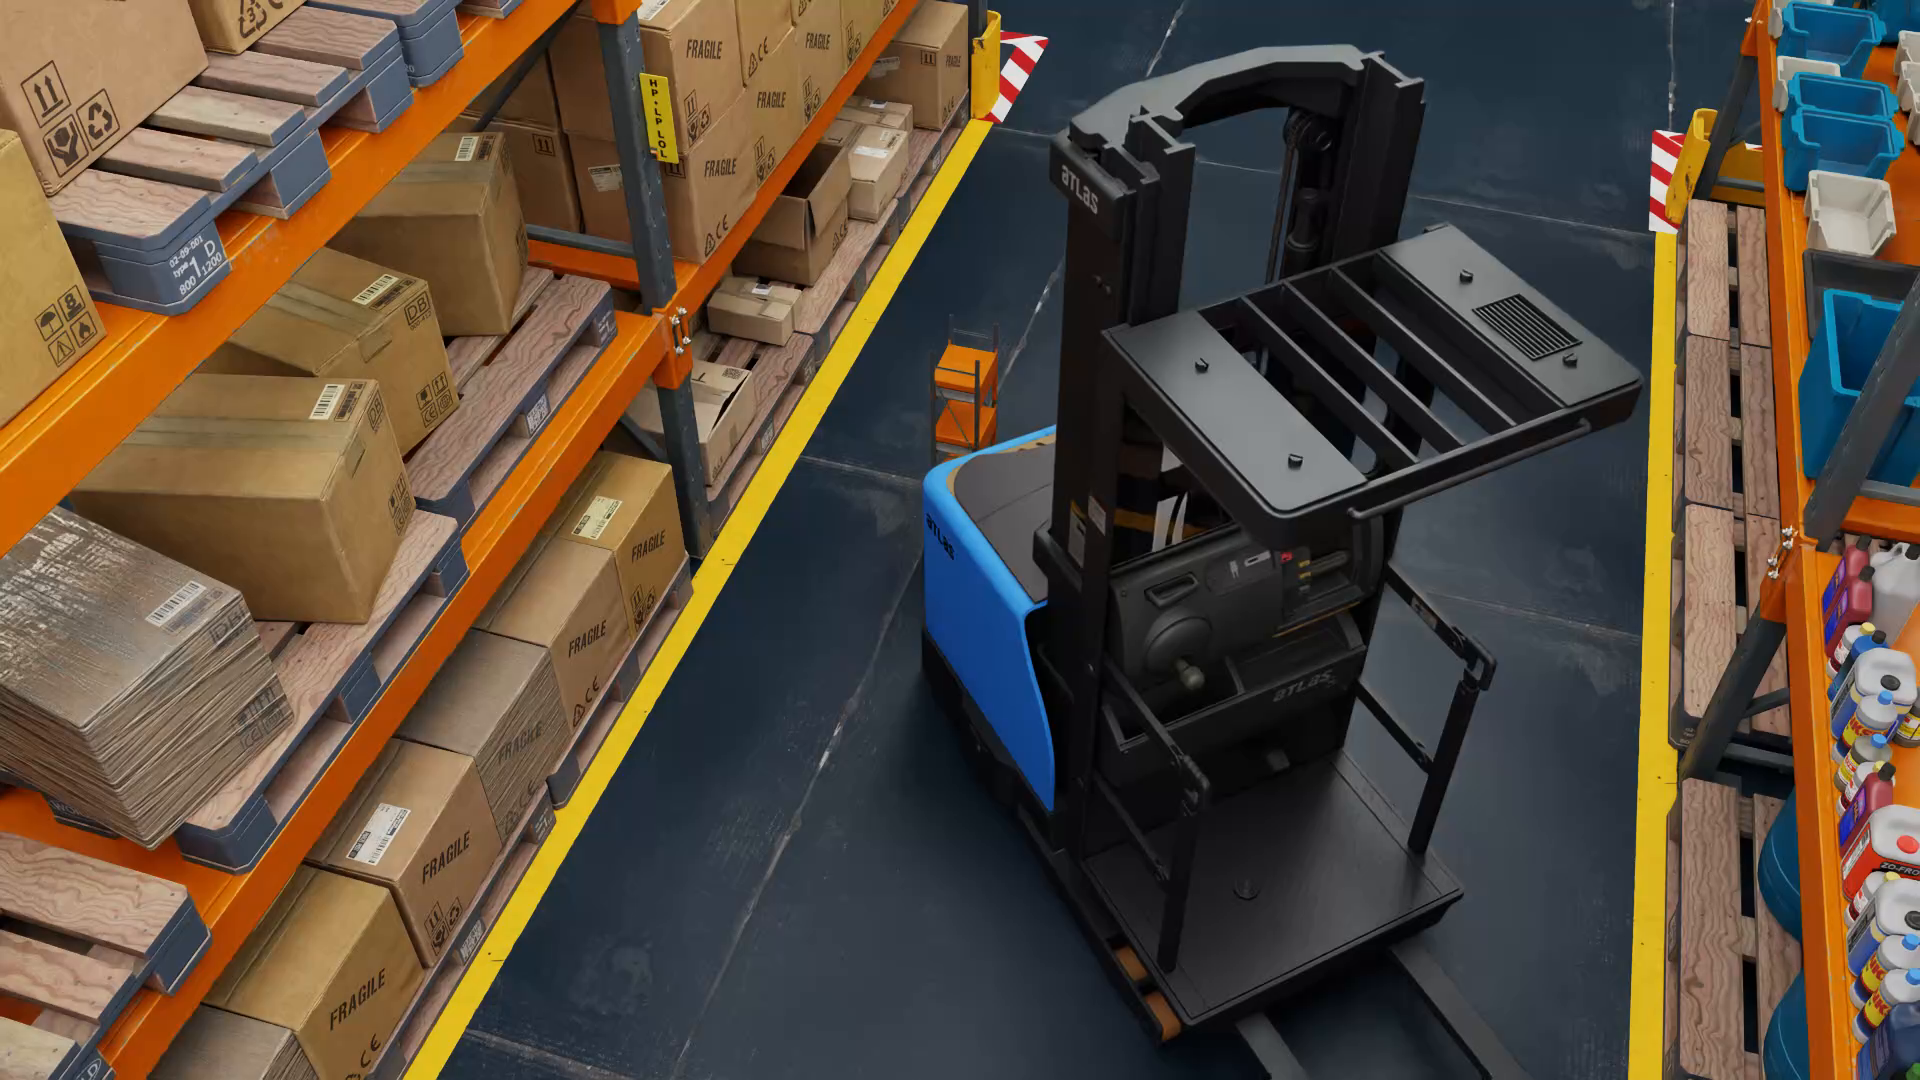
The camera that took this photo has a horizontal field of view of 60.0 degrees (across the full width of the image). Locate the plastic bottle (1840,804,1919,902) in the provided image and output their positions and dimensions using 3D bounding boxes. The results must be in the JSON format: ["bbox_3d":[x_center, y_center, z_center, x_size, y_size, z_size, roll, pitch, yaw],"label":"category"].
[{"bbox_3d":[2.387,0.814,4.261,0.152,0.276,0.135,13,46,13],"label":"plastic bottle"}]

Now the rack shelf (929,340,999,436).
[{"bbox_3d":[0.016,-0.606,6.627,0.215,0.259,0.240,13,46,12],"label":"rack shelf"}]

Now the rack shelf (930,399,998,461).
[{"bbox_3d":[0.016,-0.403,6.826,0.215,0.259,0.240,13,46,12],"label":"rack shelf"}]

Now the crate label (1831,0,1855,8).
[{"bbox_3d":[3.994,-2.608,7.746,0.416,0.233,0.303,13,46,13],"label":"crate label"}]

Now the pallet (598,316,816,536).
[{"bbox_3d":[-1.340,-0.588,7.599,1.003,0.211,1.213,13,46,13],"label":"pallet"}]

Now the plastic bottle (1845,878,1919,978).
[{"bbox_3d":[2.317,0.969,4.103,0.152,0.276,0.135,13,46,13],"label":"plastic bottle"}]

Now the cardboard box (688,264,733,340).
[{"bbox_3d":[-1.419,-1.263,7.903,0.500,0.311,0.500,13,46,13],"label":"cardboard box"}]

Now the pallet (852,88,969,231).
[{"bbox_3d":[-0.601,-2.214,9.261,1.003,0.211,1.213,13,46,13],"label":"pallet"}]

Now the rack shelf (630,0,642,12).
[{"bbox_3d":[-0.943,-3.275,6.721,1.077,0.370,4.000,13,46,13],"label":"rack shelf"}]

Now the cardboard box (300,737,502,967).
[{"bbox_3d":[-1.887,1.000,5.455,0.500,0.500,0.500,11,45,11],"label":"cardboard box"}]

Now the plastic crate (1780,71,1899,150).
[{"bbox_3d":[3.595,-1.730,6.849,0.416,0.233,0.300,13,46,13],"label":"plastic crate"}]

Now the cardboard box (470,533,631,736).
[{"bbox_3d":[-1.583,0.327,6.143,0.500,0.500,0.500,13,46,13],"label":"cardboard box"}]

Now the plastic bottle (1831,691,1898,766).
[{"bbox_3d":[2.496,0.514,4.571,0.097,0.271,0.097,0,44,0],"label":"plastic bottle"}]

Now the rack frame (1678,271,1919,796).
[{"bbox_3d":[3.171,-0.075,5.081,1.000,3.000,0.127,13,46,13],"label":"rack frame"}]

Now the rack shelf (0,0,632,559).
[{"bbox_3d":[-2.154,-0.609,3.996,1.077,0.370,4.000,13,46,13],"label":"rack shelf"}]

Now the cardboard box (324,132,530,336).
[{"bbox_3d":[-1.905,-1.044,5.700,0.700,0.500,0.500,-1,44,-1],"label":"cardboard box"}]

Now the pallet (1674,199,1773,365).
[{"bbox_3d":[4.096,-1.203,8.228,1.003,0.211,1.213,13,46,13],"label":"pallet"}]

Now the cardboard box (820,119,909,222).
[{"bbox_3d":[-0.583,-1.926,8.624,0.500,0.250,0.500,13,46,13],"label":"cardboard box"}]

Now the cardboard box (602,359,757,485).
[{"bbox_3d":[-1.215,-0.557,7.181,0.500,0.311,0.500,13,46,13],"label":"cardboard box"}]

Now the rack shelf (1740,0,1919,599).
[{"bbox_3d":[3.777,-1.151,6.695,1.077,0.370,4.000,13,46,13],"label":"rack shelf"}]

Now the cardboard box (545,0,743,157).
[{"bbox_3d":[-1.138,-1.774,6.031,0.500,0.500,0.500,14,46,14],"label":"cardboard box"}]

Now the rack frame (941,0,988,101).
[{"bbox_3d":[-0.337,-3.793,8.880,1.000,3.000,0.127,13,46,13],"label":"rack frame"}]

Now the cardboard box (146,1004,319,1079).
[{"bbox_3d":[-2.197,1.683,4.757,0.500,0.500,0.500,11,45,11],"label":"cardboard box"}]

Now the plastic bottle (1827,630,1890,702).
[{"bbox_3d":[2.566,0.360,4.729,0.097,0.271,0.097,0,44,0],"label":"plastic bottle"}]

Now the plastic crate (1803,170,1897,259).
[{"bbox_3d":[3.412,-1.227,6.403,0.293,0.136,0.466,13,46,13],"label":"plastic crate"}]

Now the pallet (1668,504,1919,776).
[{"bbox_3d":[3.357,0.423,6.566,1.003,0.211,1.213,13,46,13],"label":"pallet"}]

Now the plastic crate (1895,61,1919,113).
[{"bbox_3d":[4.206,-1.896,7.088,0.396,0.136,0.243,13,46,13],"label":"plastic crate"}]

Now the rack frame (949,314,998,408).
[{"bbox_3d":[0.053,-0.492,6.901,0.200,1.050,0.008,13,46,12],"label":"rack frame"}]

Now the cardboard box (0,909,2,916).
[{"bbox_3d":[-2.677,0.910,3.703,0.700,0.500,0.500,-1,44,-1],"label":"cardboard box"}]

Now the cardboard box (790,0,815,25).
[{"bbox_3d":[-0.826,-2.461,6.733,0.500,0.500,0.500,11,46,11],"label":"cardboard box"}]

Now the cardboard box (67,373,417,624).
[{"bbox_3d":[-2.025,-0.122,4.757,0.700,0.500,0.500,2,44,2],"label":"cardboard box"}]

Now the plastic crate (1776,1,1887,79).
[{"bbox_3d":[3.794,-2.169,7.298,0.416,0.233,0.300,13,46,13],"label":"plastic crate"}]

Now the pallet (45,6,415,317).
[{"bbox_3d":[-2.124,-1.020,4.036,1.213,0.211,1.003,13,46,13],"label":"pallet"}]

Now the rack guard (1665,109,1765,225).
[{"bbox_3d":[4.377,-1.867,8.699,1.175,0.500,0.348,13,46,13],"label":"rack guard"}]

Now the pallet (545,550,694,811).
[{"bbox_3d":[-1.759,0.420,6.569,1.003,0.211,1.213,13,46,13],"label":"pallet"}]

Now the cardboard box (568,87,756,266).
[{"bbox_3d":[-1.135,-1.444,6.409,0.500,0.500,0.500,14,46,14],"label":"cardboard box"}]

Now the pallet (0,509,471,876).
[{"bbox_3d":[-2.175,0.311,4.824,1.003,0.211,1.213,13,46,13],"label":"pallet"}]

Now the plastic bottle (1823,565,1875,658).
[{"bbox_3d":[2.613,0.210,4.874,0.061,0.283,0.133,13,46,13],"label":"plastic bottle"}]

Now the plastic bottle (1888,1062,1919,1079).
[{"bbox_3d":[2.118,1.299,3.760,0.061,0.283,0.133,13,46,13],"label":"plastic bottle"}]

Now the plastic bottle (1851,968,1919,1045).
[{"bbox_3d":[2.226,1.107,3.965,0.097,0.271,0.097,0,44,0],"label":"plastic bottle"}]

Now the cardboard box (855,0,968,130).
[{"bbox_3d":[-0.267,-2.642,9.177,0.500,0.500,0.500,13,46,13],"label":"cardboard box"}]

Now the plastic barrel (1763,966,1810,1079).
[{"bbox_3d":[2.776,1.356,4.819,0.600,0.901,0.708,13,46,13],"label":"plastic barrel"}]

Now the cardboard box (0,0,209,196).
[{"bbox_3d":[-2.173,-1.211,3.653,0.600,0.600,0.600,11,45,11],"label":"cardboard box"}]

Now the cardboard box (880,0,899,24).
[{"bbox_3d":[-0.524,-2.795,7.789,0.500,0.500,0.500,13,46,13],"label":"cardboard box"}]

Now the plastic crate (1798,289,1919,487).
[{"bbox_3d":[2.987,-0.474,5.457,0.392,0.384,0.575,13,46,13],"label":"plastic crate"}]

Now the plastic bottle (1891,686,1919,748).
[{"bbox_3d":[2.681,0.482,4.654,0.097,0.201,0.097,0,44,0],"label":"plastic bottle"}]

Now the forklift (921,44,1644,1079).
[{"bbox_3d":[0.969,0.236,4.813,1.130,2.935,3.031,-20,48,-19],"label":"forklift"}]

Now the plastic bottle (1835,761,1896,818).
[{"bbox_3d":[2.437,0.669,4.463,0.097,0.201,0.097,0,44,0],"label":"plastic bottle"}]

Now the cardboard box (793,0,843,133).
[{"bbox_3d":[-0.829,-2.119,7.099,0.500,0.500,0.500,12,46,12],"label":"cardboard box"}]

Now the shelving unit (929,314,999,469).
[{"bbox_3d":[0.016,-0.411,6.818,0.215,1.050,0.252,13,46,12],"label":"shelving unit"}]
